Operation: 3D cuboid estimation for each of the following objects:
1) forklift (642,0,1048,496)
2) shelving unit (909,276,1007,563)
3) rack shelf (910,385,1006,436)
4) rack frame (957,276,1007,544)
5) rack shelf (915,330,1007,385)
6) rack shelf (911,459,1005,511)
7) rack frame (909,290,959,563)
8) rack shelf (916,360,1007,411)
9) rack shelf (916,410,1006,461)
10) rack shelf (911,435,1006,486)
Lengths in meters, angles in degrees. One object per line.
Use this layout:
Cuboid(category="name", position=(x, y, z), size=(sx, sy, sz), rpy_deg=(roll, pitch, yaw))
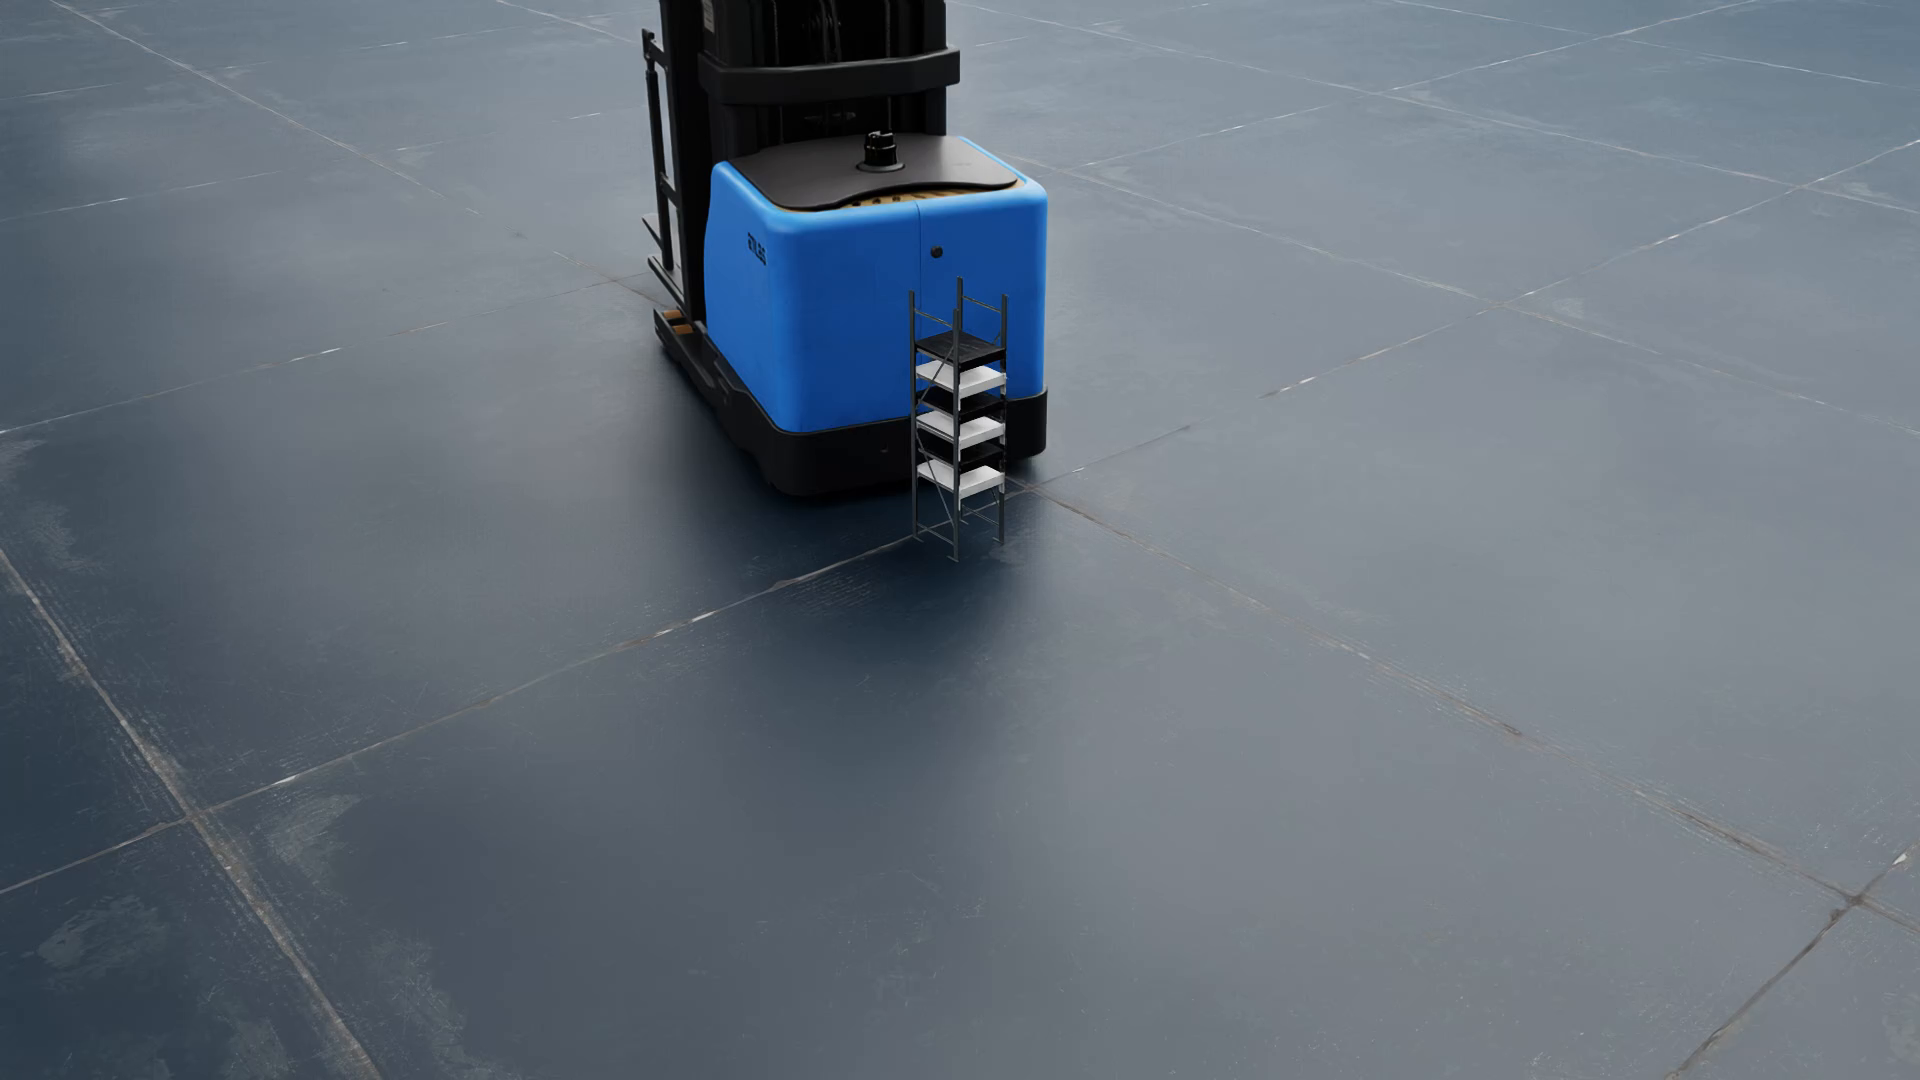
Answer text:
Cuboid(category="forklift", position=(-0.702, -2.123, 6.614), size=(1.130, 2.935, 3.031), rpy_deg=(-11, 30, -19))
Cuboid(category="shelving unit", position=(-0.006, -0.394, 5.533), size=(0.210, 0.900, 0.258), rpy_deg=(-22, 35, -35))
Cuboid(category="rack shelf", position=(-0.006, -0.444, 5.507), size=(0.200, 0.077, 0.258), rpy_deg=(-22, 35, -35))
Cuboid(category="rack frame", position=(0.071, -0.426, 5.591), size=(0.006, 0.900, 0.240), rpy_deg=(-22, 35, -35))
Cuboid(category="rack shelf", position=(-0.006, -0.603, 5.422), size=(0.200, 0.077, 0.258), rpy_deg=(-22, 35, -35))
Cuboid(category="rack shelf", position=(-0.006, -0.206, 5.634), size=(0.200, 0.077, 0.258), rpy_deg=(-22, 35, -35))
Cuboid(category="rack frame", position=(-0.084, -0.363, 5.475), size=(0.006, 0.900, 0.240), rpy_deg=(-22, 35, -35))
Cuboid(category="rack shelf", position=(-0.006, -0.524, 5.464), size=(0.200, 0.077, 0.258), rpy_deg=(-22, 35, -35))
Cuboid(category="rack shelf", position=(-0.006, -0.365, 5.549), size=(0.200, 0.077, 0.258), rpy_deg=(-22, 35, -35))
Cuboid(category="rack shelf", position=(-0.006, -0.286, 5.591), size=(0.200, 0.077, 0.258), rpy_deg=(-22, 35, -35))
